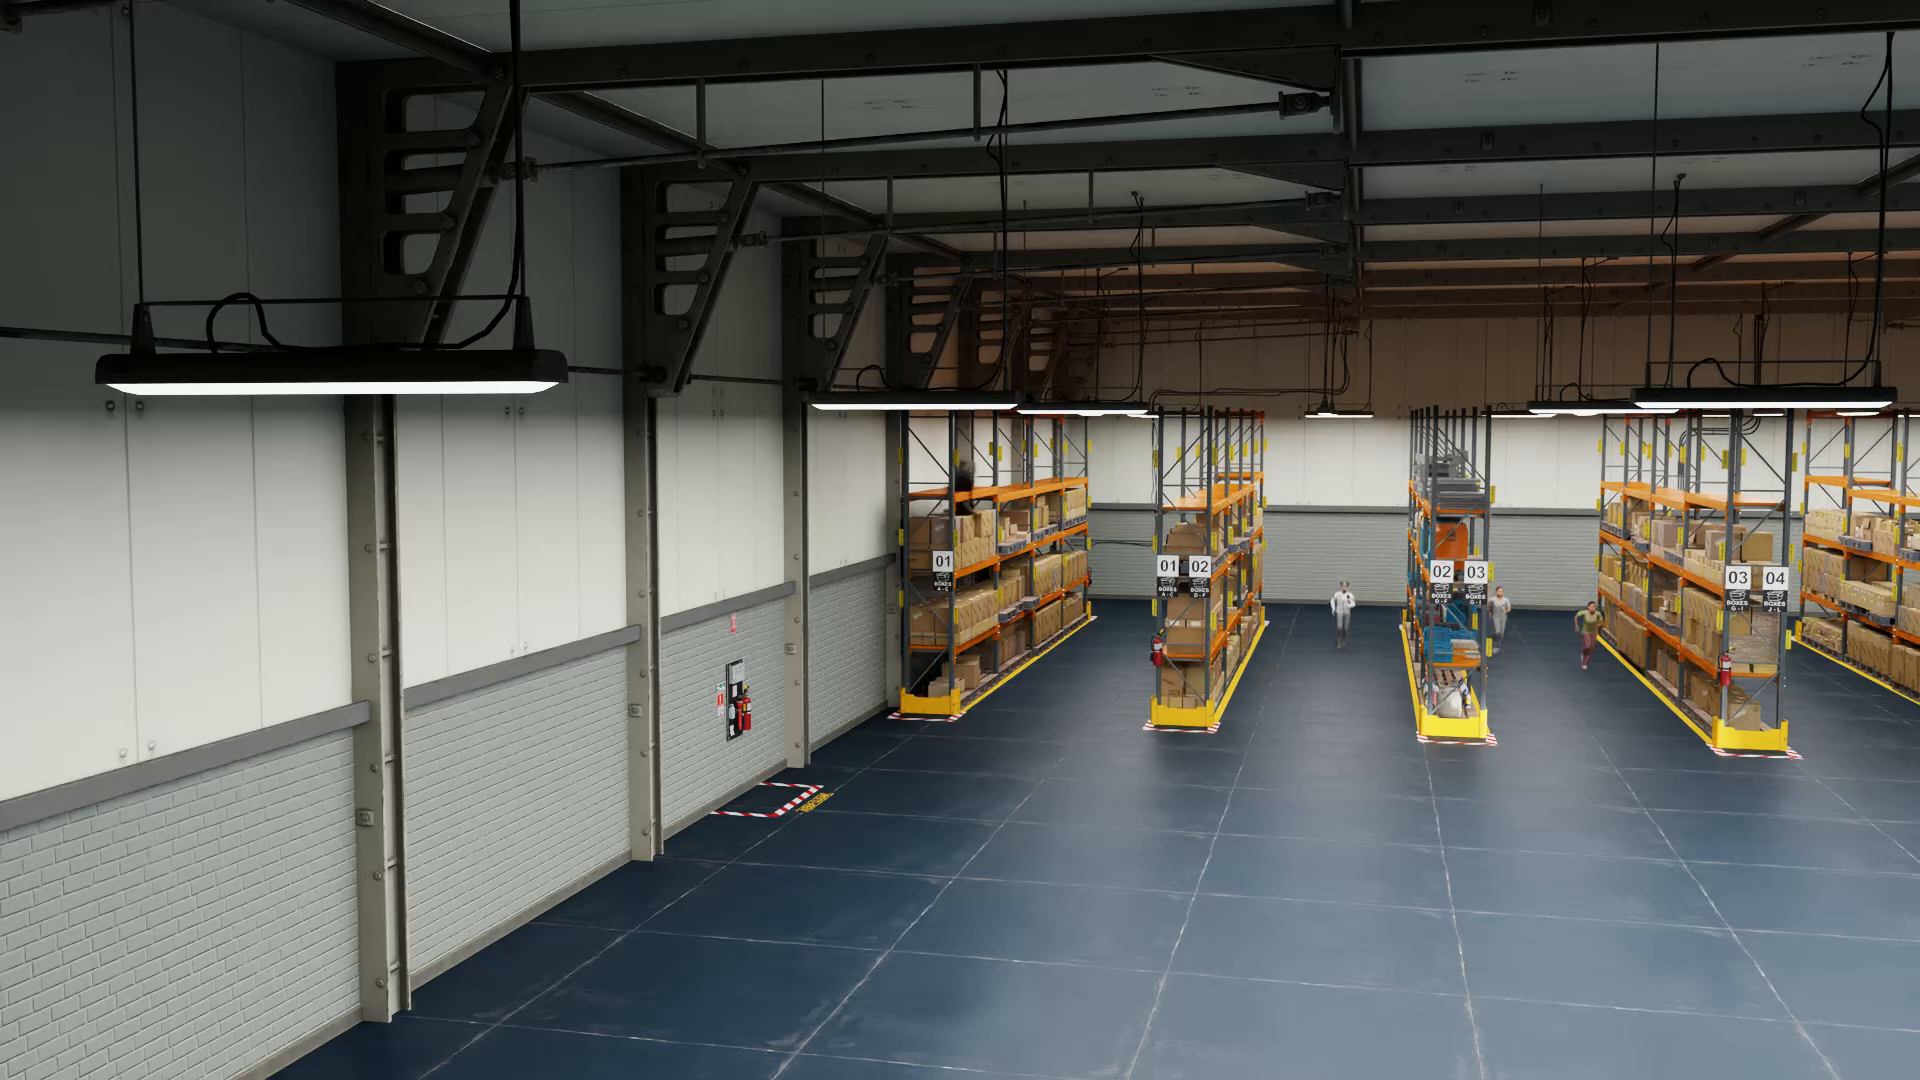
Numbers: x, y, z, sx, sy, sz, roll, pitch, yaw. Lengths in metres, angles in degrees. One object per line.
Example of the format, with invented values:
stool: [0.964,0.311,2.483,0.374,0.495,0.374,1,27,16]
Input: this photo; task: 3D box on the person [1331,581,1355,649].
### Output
person: [9.631,1.887,41.786,0.568,1.712,0.694,0,4,6]

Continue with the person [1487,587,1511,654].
person: [13.217,1.963,40.758,0.536,1.647,0.663,0,4,4]

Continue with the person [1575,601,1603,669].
person: [14.480,2.189,38.250,0.557,1.595,0.674,0,4,2]
